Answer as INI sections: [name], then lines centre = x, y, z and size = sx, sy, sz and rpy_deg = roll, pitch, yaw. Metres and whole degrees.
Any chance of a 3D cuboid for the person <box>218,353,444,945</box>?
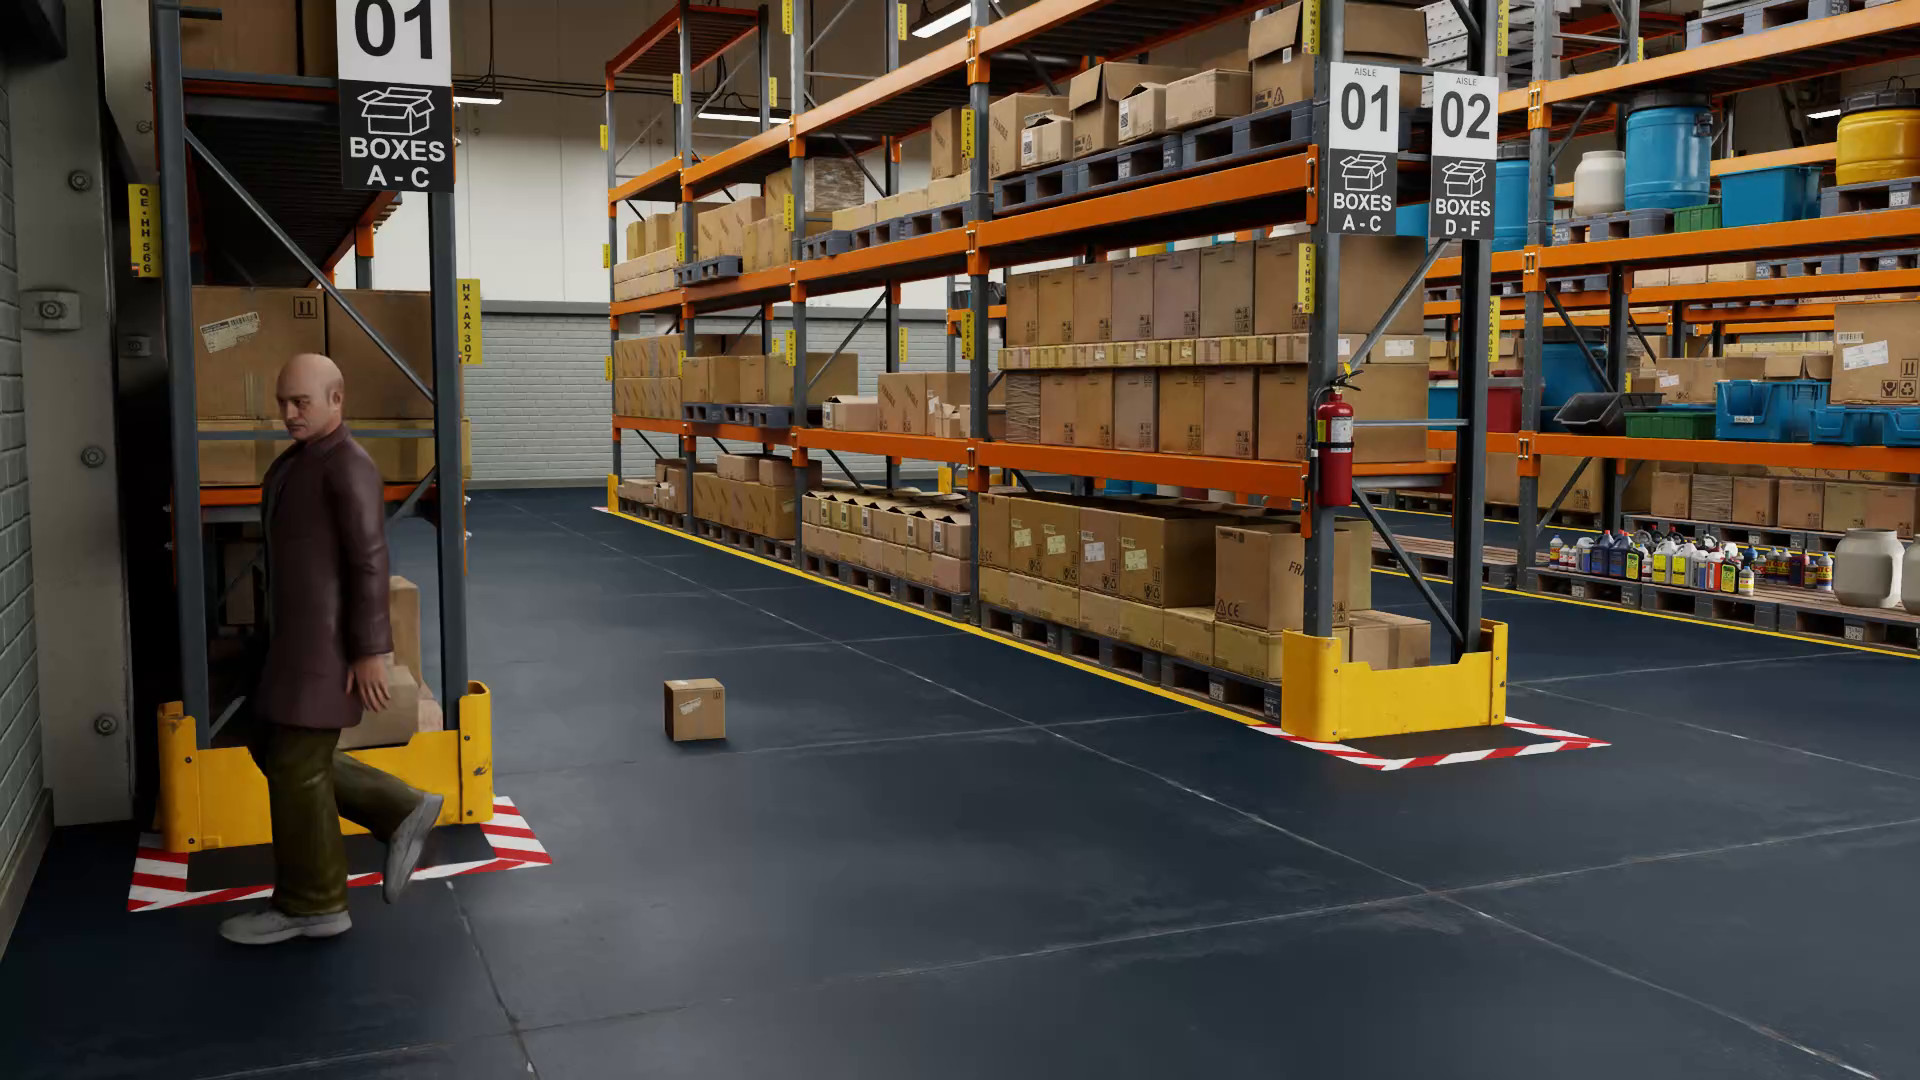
[person]
centre = -1.926, 0.318, 5.076
size = 0.687, 1.768, 0.572
rpy_deg = -3, 6, -30
